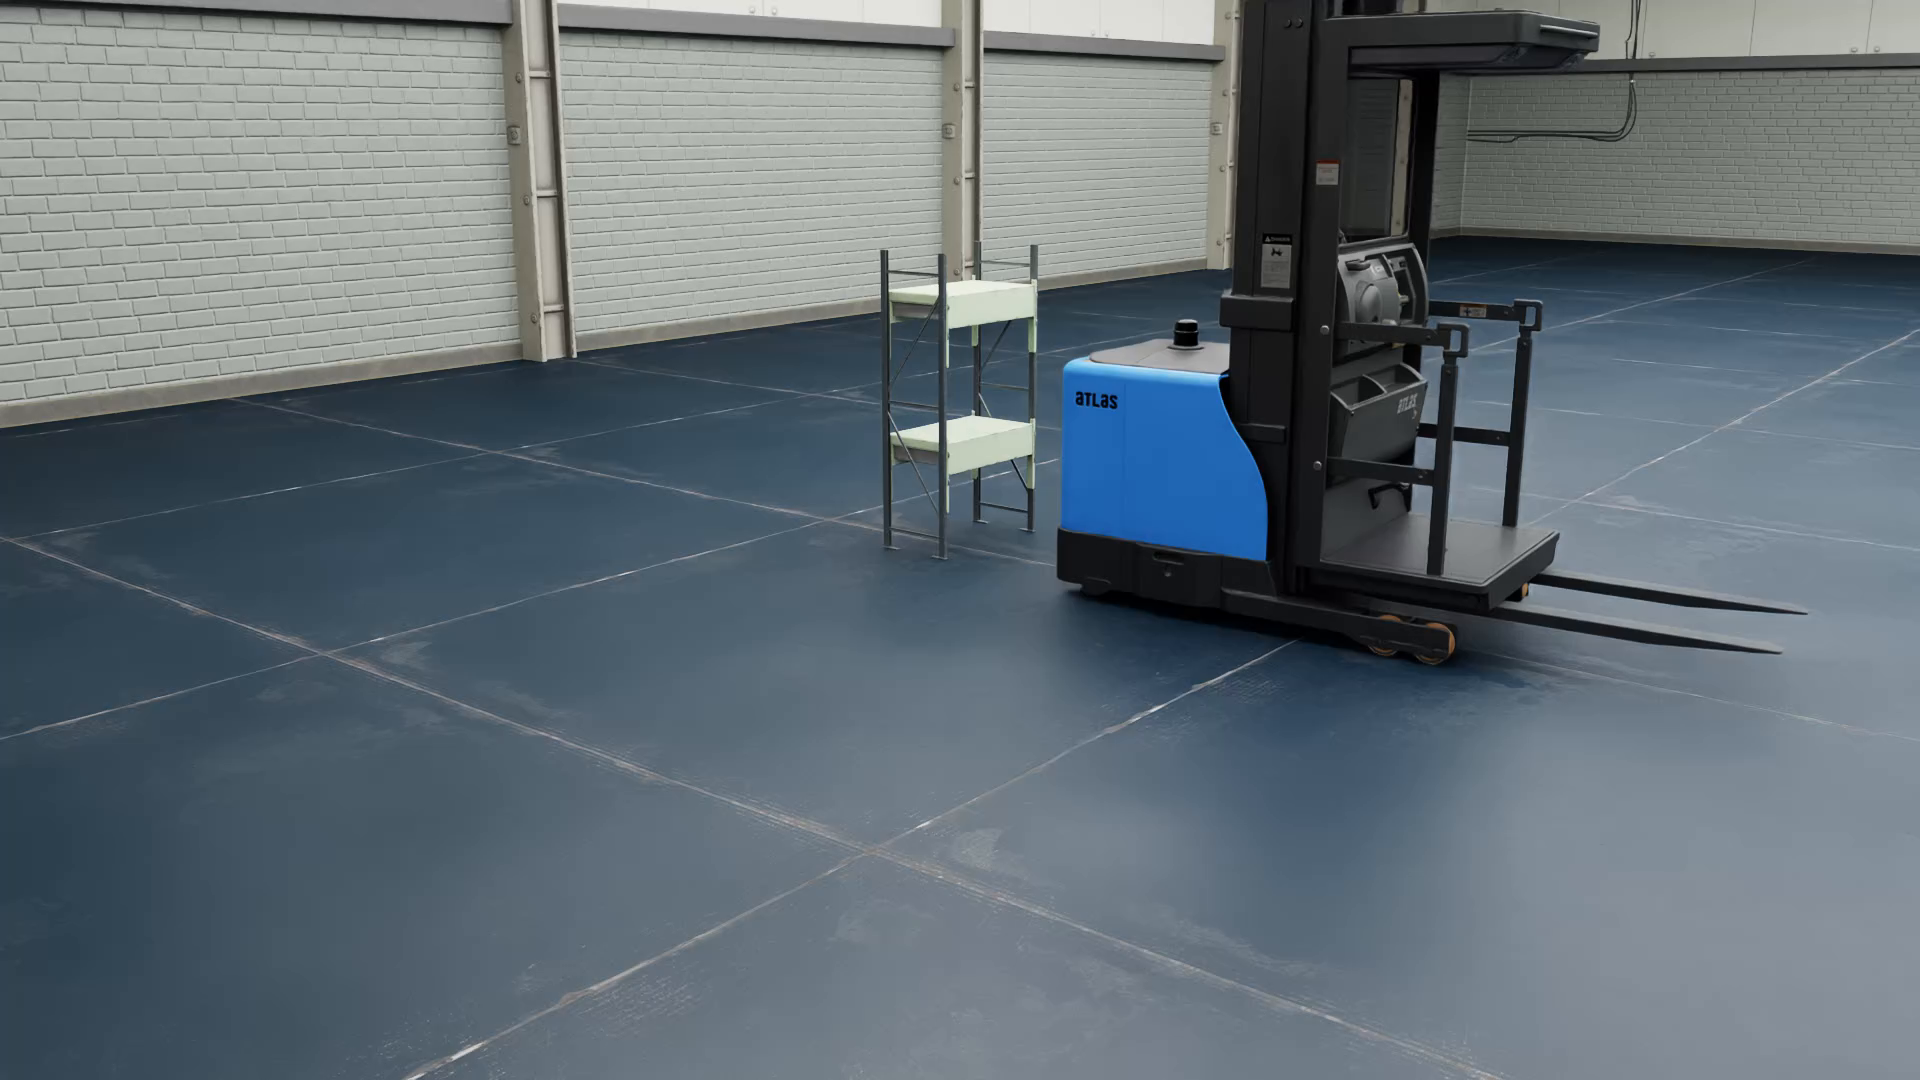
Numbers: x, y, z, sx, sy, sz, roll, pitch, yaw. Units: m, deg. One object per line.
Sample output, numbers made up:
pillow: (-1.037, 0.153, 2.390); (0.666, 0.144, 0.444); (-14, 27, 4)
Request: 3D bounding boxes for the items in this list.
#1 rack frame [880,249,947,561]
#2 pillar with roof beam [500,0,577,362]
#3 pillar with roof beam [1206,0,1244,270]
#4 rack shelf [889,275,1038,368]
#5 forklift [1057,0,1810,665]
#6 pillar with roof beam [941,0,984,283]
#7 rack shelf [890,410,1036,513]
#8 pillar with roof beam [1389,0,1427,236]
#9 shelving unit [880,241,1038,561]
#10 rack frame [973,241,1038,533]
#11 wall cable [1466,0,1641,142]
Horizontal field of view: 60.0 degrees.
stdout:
rack frame: (-0.226, -0.658, 8.167); (0.400, 1.500, 0.023); (11, 18, 38)
pillar with roof beam: (-0.395, -5.356, 11.430); (9.100, 9.000, 0.400); (11, 18, 38)
pillar with roof beam: (7.147, -7.654, 20.476); (9.100, 9.000, 0.400); (11, 18, 38)
rack shelf: (0.004, -1.106, 8.347); (0.431, 0.370, 0.720); (11, 18, 38)
forklift: (1.949, -1.070, 6.882); (3.031, 2.935, 1.130); (10, 17, 33)
pillar with roof beam: (3.376, -6.505, 15.953); (9.100, 9.000, 0.400); (11, 18, 38)
rack shelf: (0.004, -0.412, 8.524); (0.431, 0.370, 0.720); (11, 18, 38)
pillar with roof beam: (10.918, -8.803, 24.999); (9.100, 9.000, 0.400); (11, 18, 38)
shelving unit: (0.004, -0.728, 8.443); (0.431, 1.500, 0.755); (11, 18, 38)
rack frame: (0.234, -0.798, 8.719); (0.400, 1.500, 0.023); (11, 18, 38)
wall cable: (10.450, -8.324, 29.419); (3.097, 2.526, 0.112); (11, 18, 38)
